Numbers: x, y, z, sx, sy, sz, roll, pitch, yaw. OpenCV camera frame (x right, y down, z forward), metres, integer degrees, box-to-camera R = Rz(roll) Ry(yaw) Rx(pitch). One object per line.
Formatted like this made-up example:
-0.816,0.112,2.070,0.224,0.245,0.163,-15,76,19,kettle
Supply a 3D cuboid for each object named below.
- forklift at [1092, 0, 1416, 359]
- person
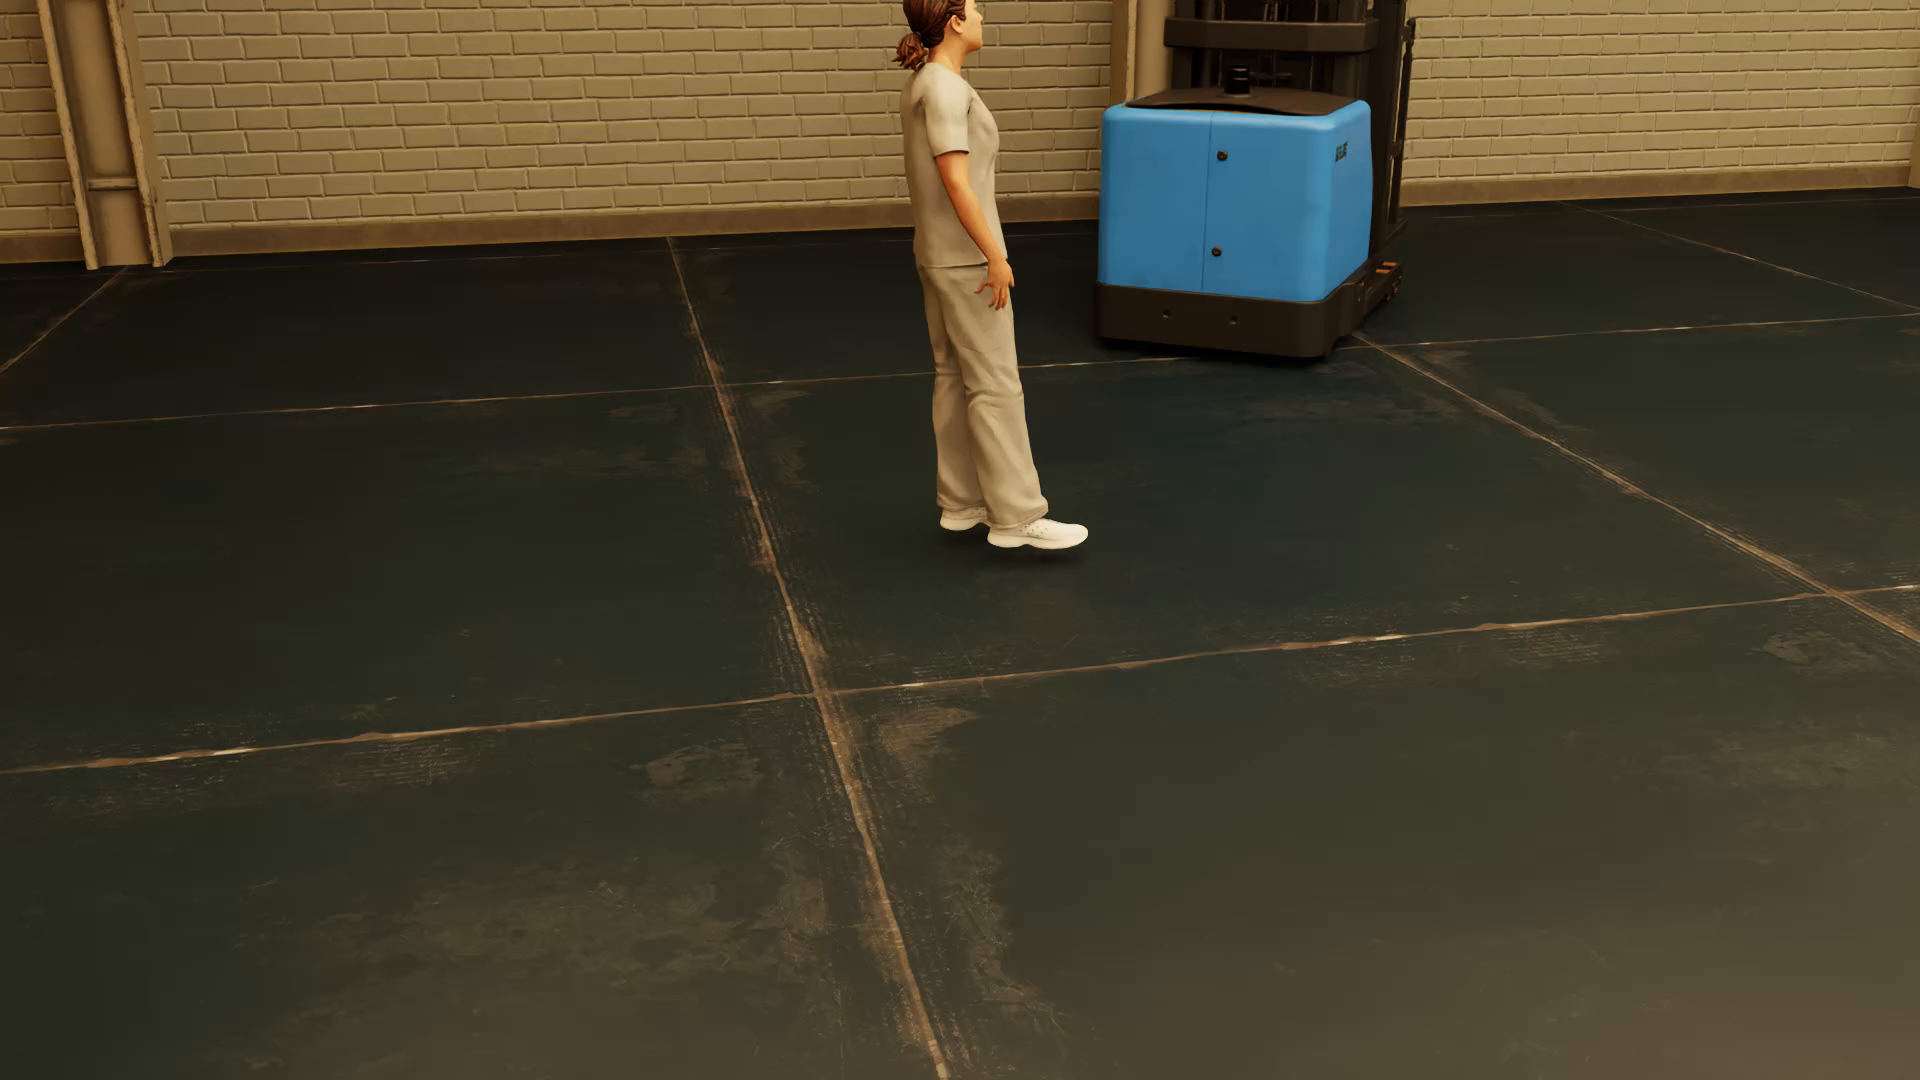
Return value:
1.662,-2.641,8.101,1.130,2.935,3.031,9,23,22,forklift
0.074,-0.828,4.985,0.549,1.675,0.550,-5,21,-12,person
